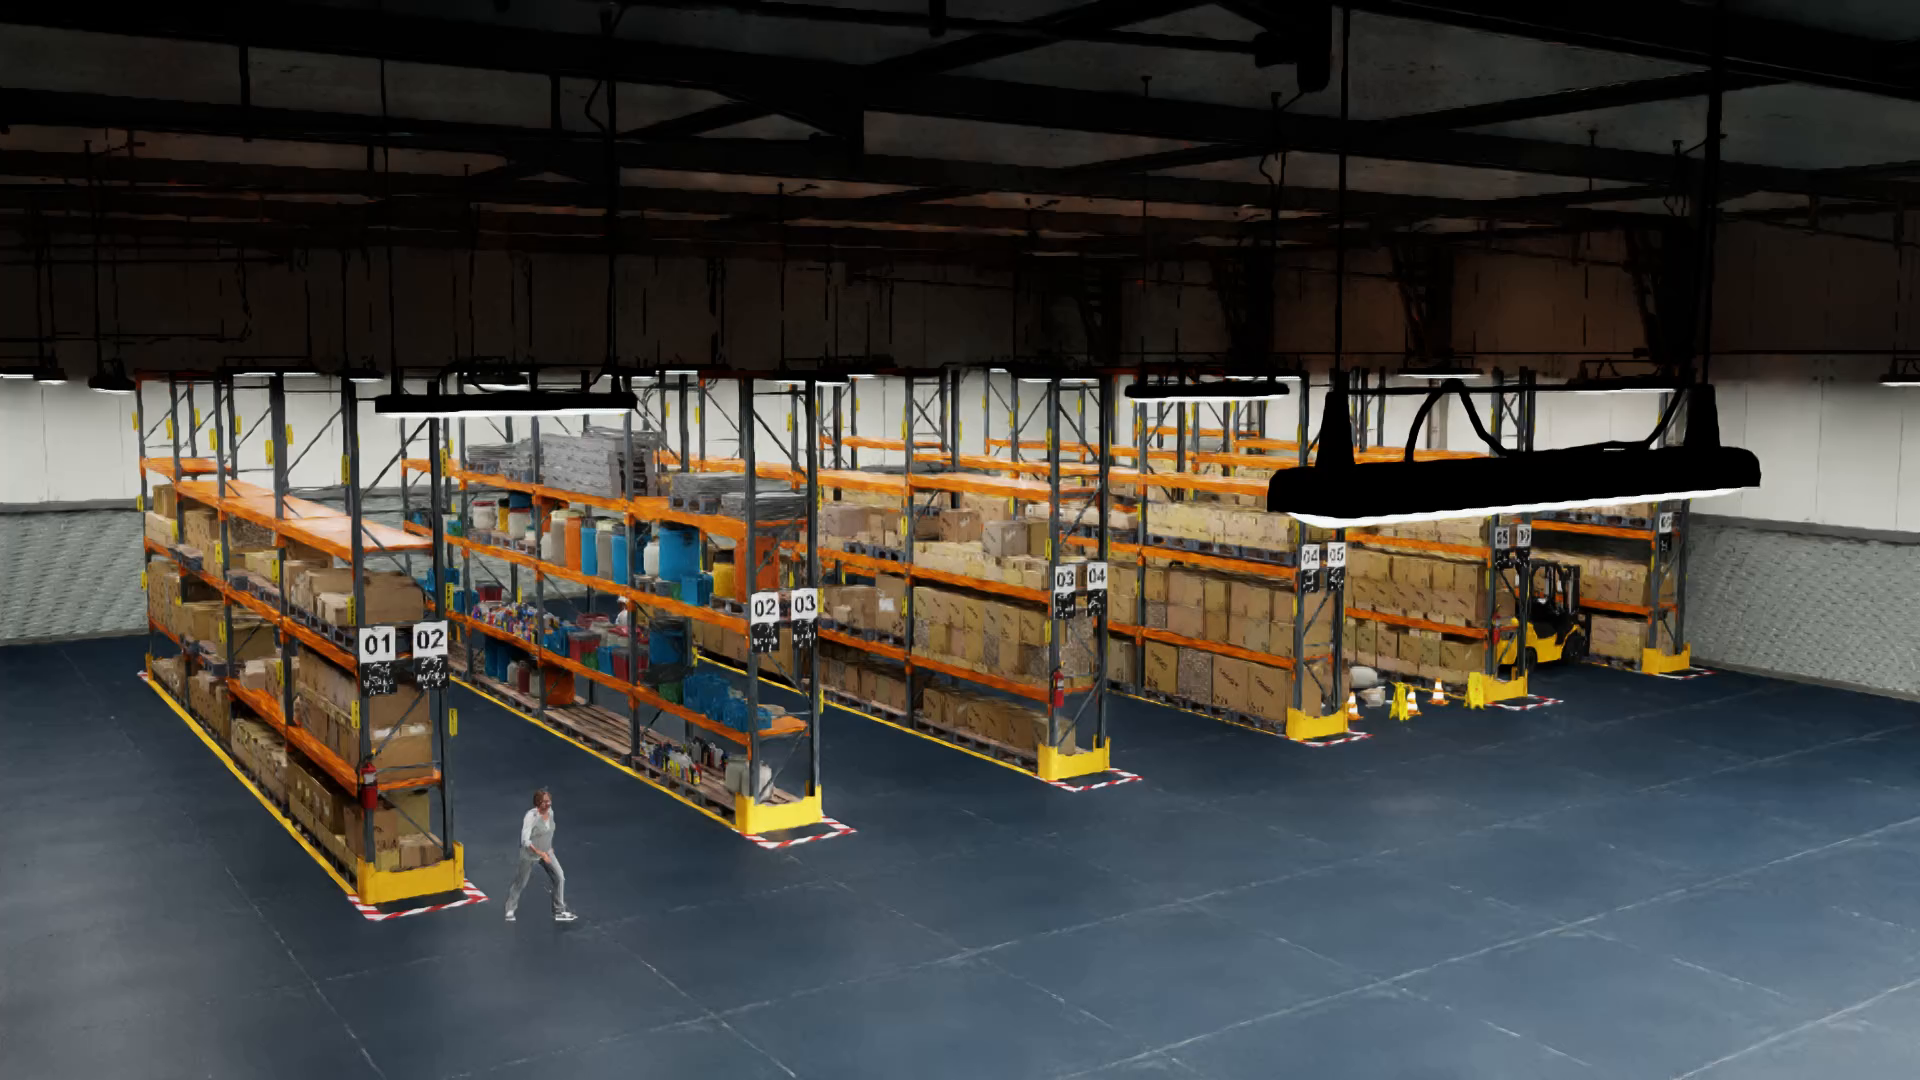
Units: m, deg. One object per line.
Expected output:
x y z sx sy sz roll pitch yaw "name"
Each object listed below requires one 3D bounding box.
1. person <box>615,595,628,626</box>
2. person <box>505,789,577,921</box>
-6.340 1.895 31.340 0.583 1.782 0.662 0 6 -3 "person"
-4.703 3.536 18.458 0.785 1.416 0.554 5 8 38 "person"
